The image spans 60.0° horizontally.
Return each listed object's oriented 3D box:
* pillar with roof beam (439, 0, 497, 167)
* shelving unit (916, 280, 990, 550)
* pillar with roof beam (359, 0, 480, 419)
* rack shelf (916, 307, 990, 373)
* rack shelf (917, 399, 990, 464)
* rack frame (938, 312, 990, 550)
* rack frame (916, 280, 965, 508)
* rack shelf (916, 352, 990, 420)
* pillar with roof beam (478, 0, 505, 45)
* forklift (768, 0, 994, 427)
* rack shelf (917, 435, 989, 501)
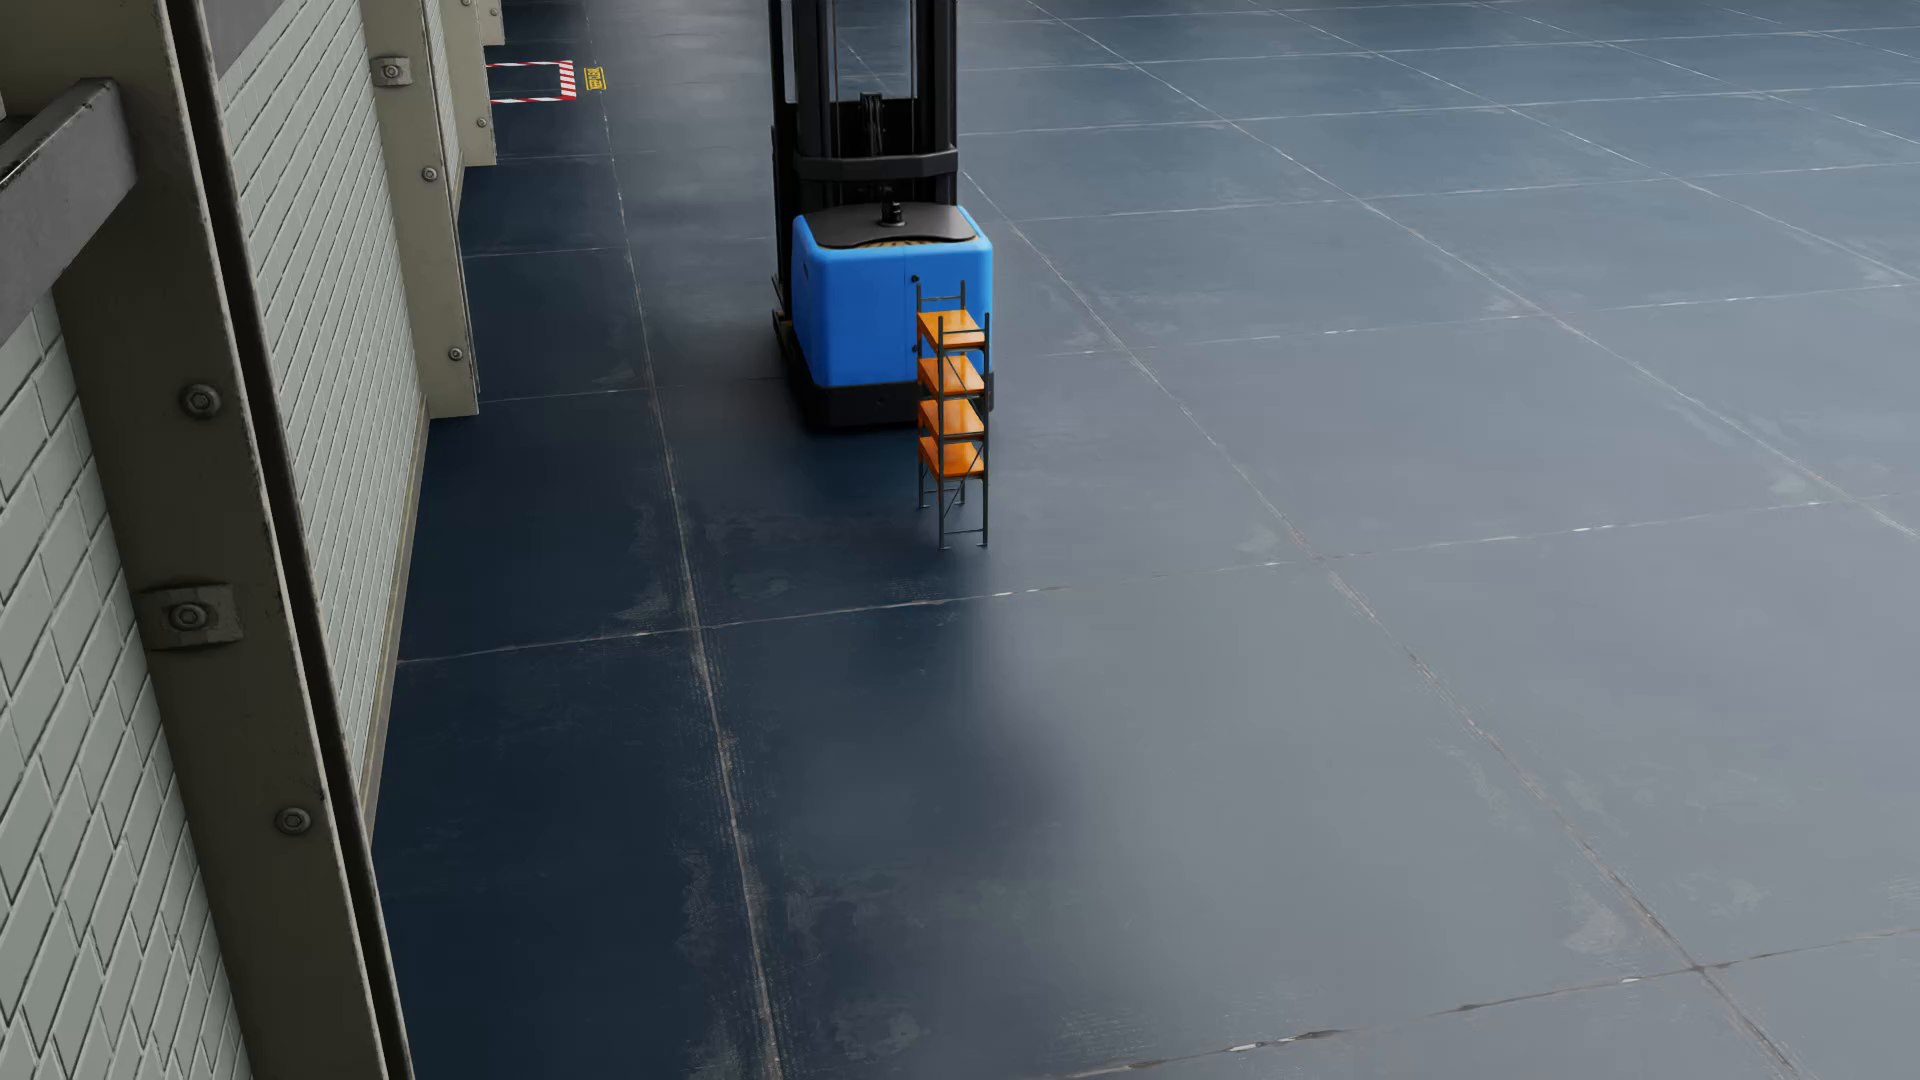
[{"bbox_3d":[-0.162,-7.891,13.897,9.100,9.000,0.400,-6,27,-12],"label":"pillar with roof beam"},{"bbox_3d":[-0.037,-0.608,8.124,0.258,1.200,0.503,-6,27,-12],"label":"shelving unit"},{"bbox_3d":[1.190,-5.257,8.678,9.100,9.000,0.400,-6,27,-12],"label":"pillar with roof beam"},{"bbox_3d":[-0.037,-0.959,7.947,0.258,0.148,0.480,-6,27,-12],"label":"rack shelf"},{"bbox_3d":[-0.037,-0.548,8.154,0.258,0.148,0.480,-6,27,-12],"label":"rack shelf"},{"bbox_3d":[0.018,-0.501,7.911,0.240,1.200,0.015,-6,27,-12],"label":"rack frame"},{"bbox_3d":[-0.092,-0.715,8.336,0.240,1.200,0.015,-6,27,-12],"label":"rack frame"},{"bbox_3d":[-0.037,-0.748,8.053,0.258,0.148,0.480,-6,27,-12],"label":"rack shelf"},{"bbox_3d":[-1.515,-10.525,19.115,9.100,9.000,0.400,-6,27,-12],"label":"pillar with roof beam"},{"bbox_3d":[-0.612,-2.584,10.118,1.130,2.935,3.031,-5,27,-11],"label":"forklift"},{"bbox_3d":[-0.037,-0.371,8.243,0.258,0.148,0.480,-6,27,-12],"label":"rack shelf"}]
